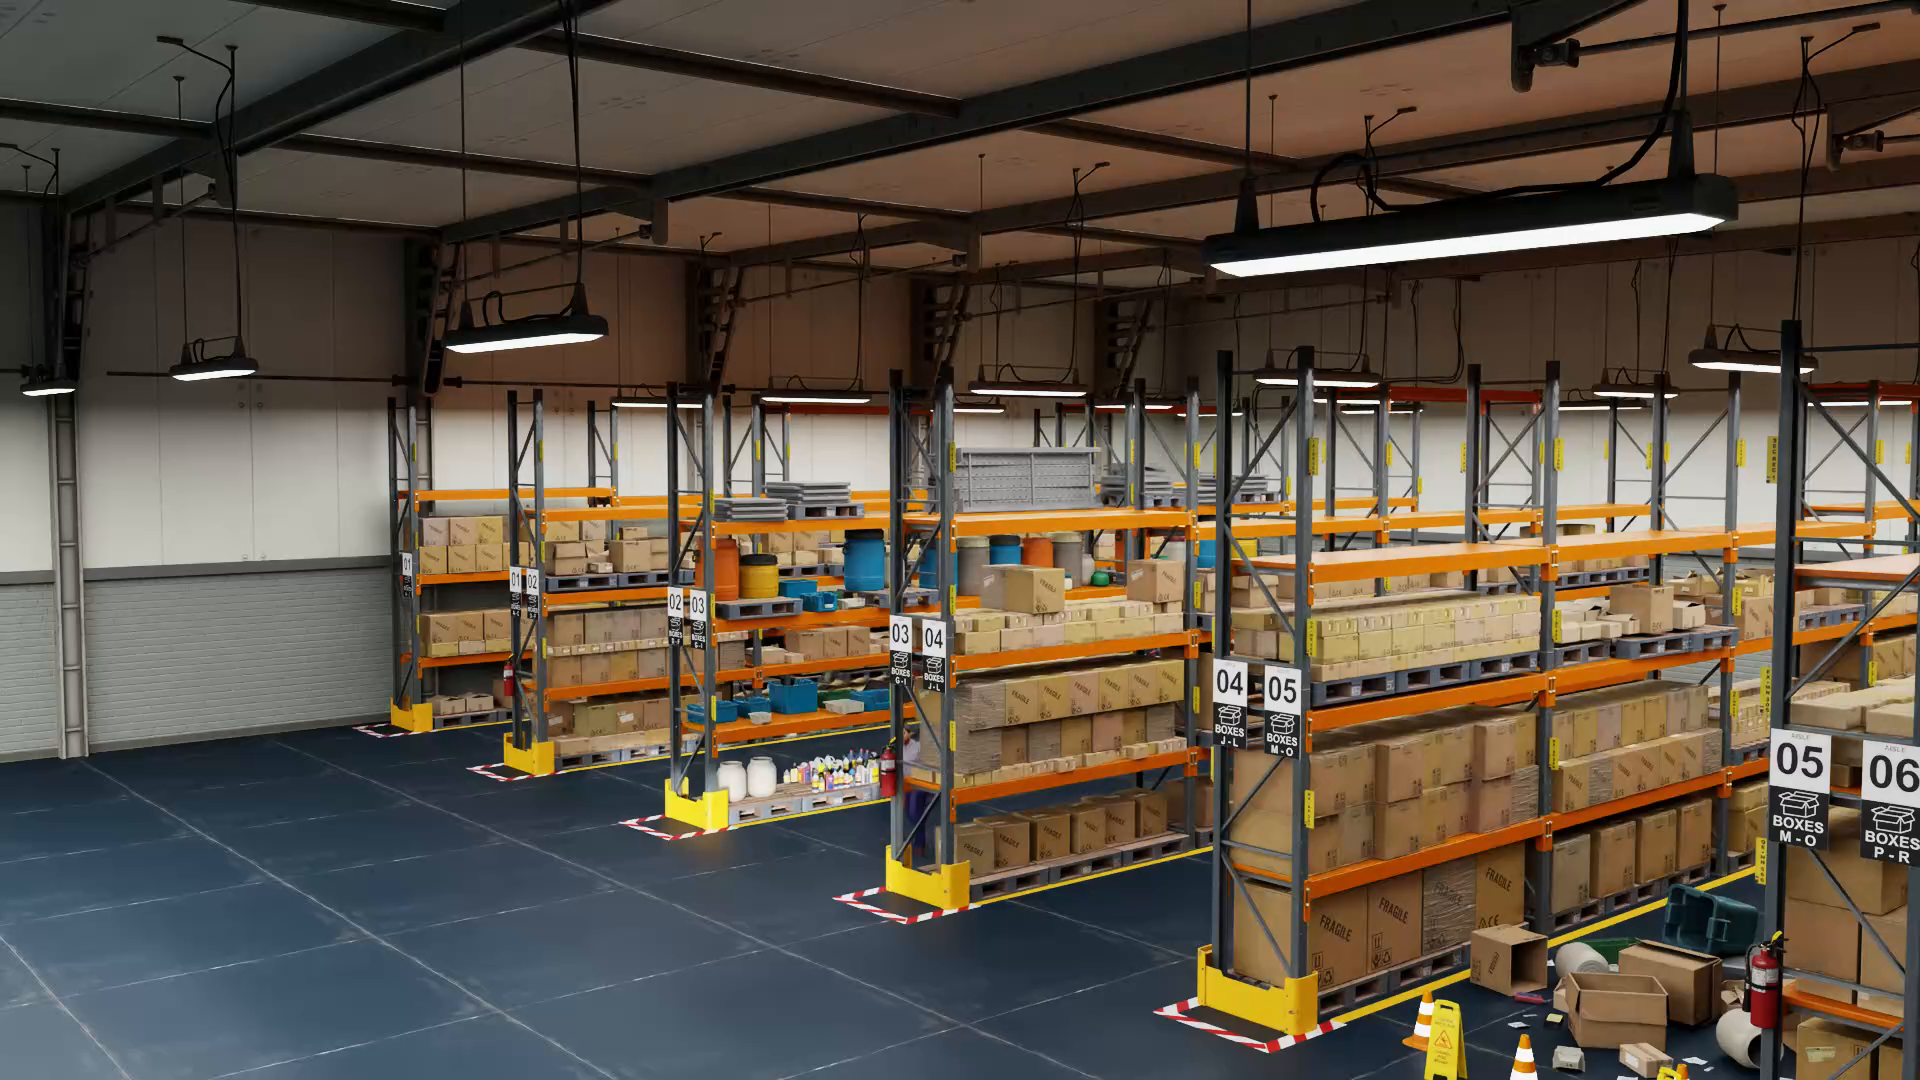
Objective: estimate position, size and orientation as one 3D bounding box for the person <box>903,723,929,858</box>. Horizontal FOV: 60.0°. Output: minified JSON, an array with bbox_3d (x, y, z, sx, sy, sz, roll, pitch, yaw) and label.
[{"bbox_3d":[-0.587,3.145,21.015,0.543,1.691,0.612,3,4,38],"label":"person"}]

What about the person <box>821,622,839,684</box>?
[{"bbox_3d":[-2.514,2.387,32.910,0.657,1.731,0.790,2,4,36],"label":"person"}]
